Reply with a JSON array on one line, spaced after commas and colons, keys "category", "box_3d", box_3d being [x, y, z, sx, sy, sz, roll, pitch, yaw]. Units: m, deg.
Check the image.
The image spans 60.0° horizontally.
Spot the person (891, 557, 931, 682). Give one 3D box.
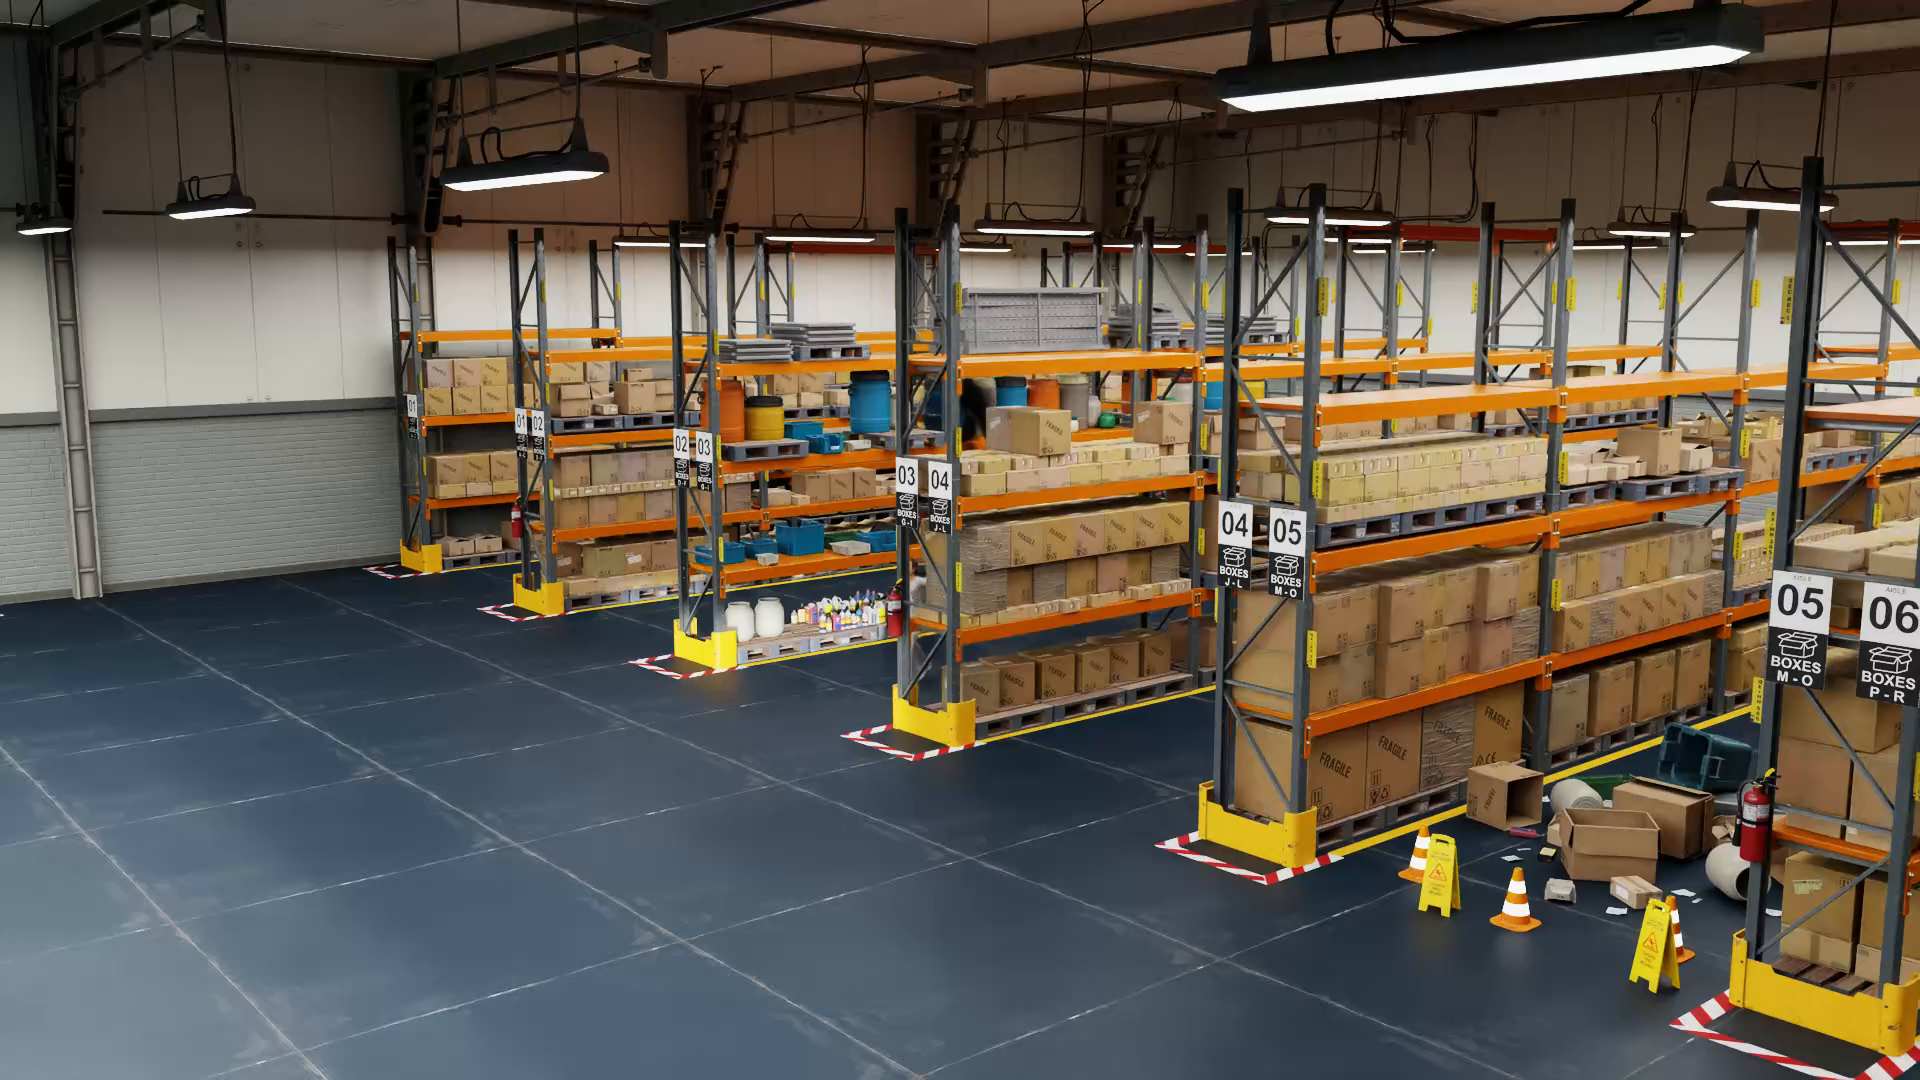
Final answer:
[{"category": "person", "box_3d": [-0.616, 1.059, 21.358, 0.566, 1.721, 0.831, 6, 11, 36]}]

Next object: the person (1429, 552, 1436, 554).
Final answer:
[{"category": "person", "box_3d": [6.432, 0.824, 22.599, 0.663, 1.784, 0.930, 8, 12, 43]}]
